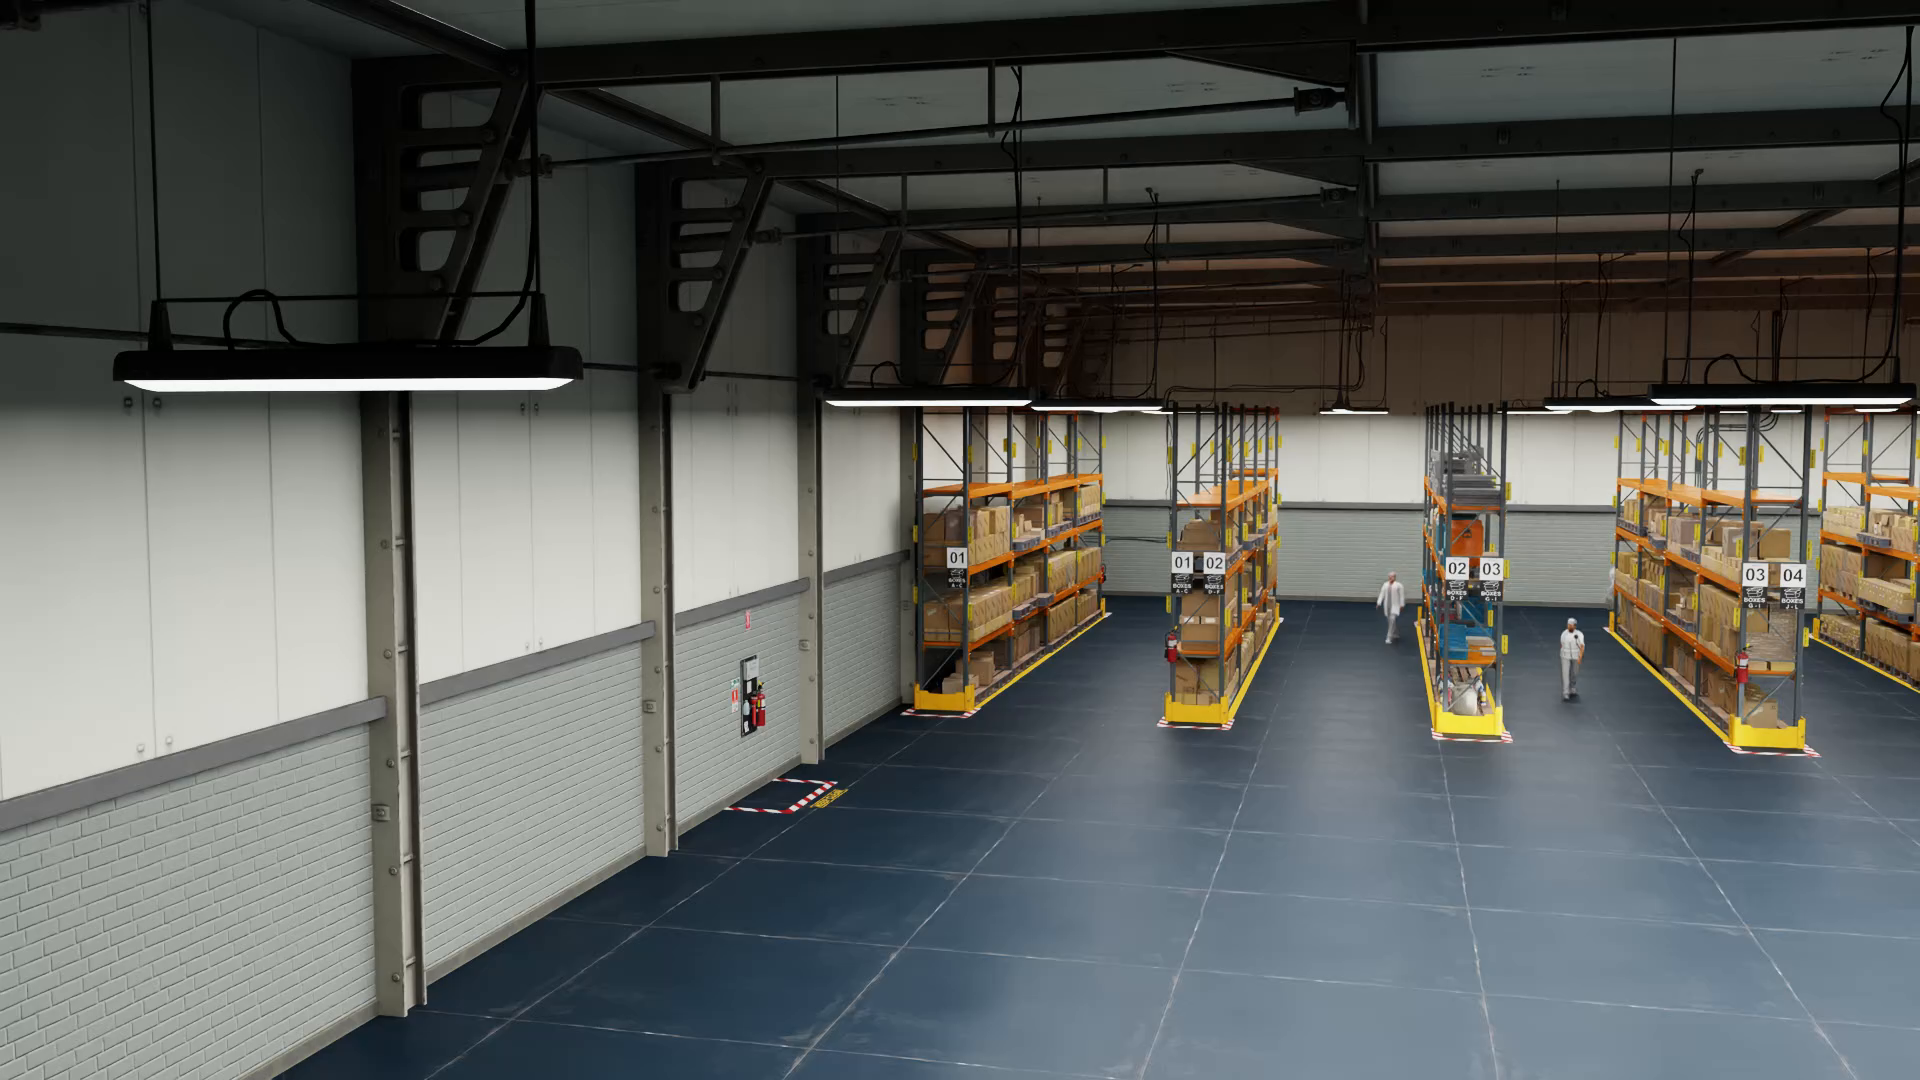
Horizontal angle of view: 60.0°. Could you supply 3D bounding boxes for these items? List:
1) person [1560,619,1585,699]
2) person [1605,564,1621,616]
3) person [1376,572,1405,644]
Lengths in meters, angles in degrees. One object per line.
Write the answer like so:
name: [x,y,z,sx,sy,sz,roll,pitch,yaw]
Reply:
person: [12.450,2.397,33.822,0.463,1.603,1.030,1,4,16]
person: [18.888,1.351,47.889,0.457,1.722,0.525,-1,4,-13]
person: [10.982,1.706,42.456,0.621,1.776,0.961,4,6,44]
